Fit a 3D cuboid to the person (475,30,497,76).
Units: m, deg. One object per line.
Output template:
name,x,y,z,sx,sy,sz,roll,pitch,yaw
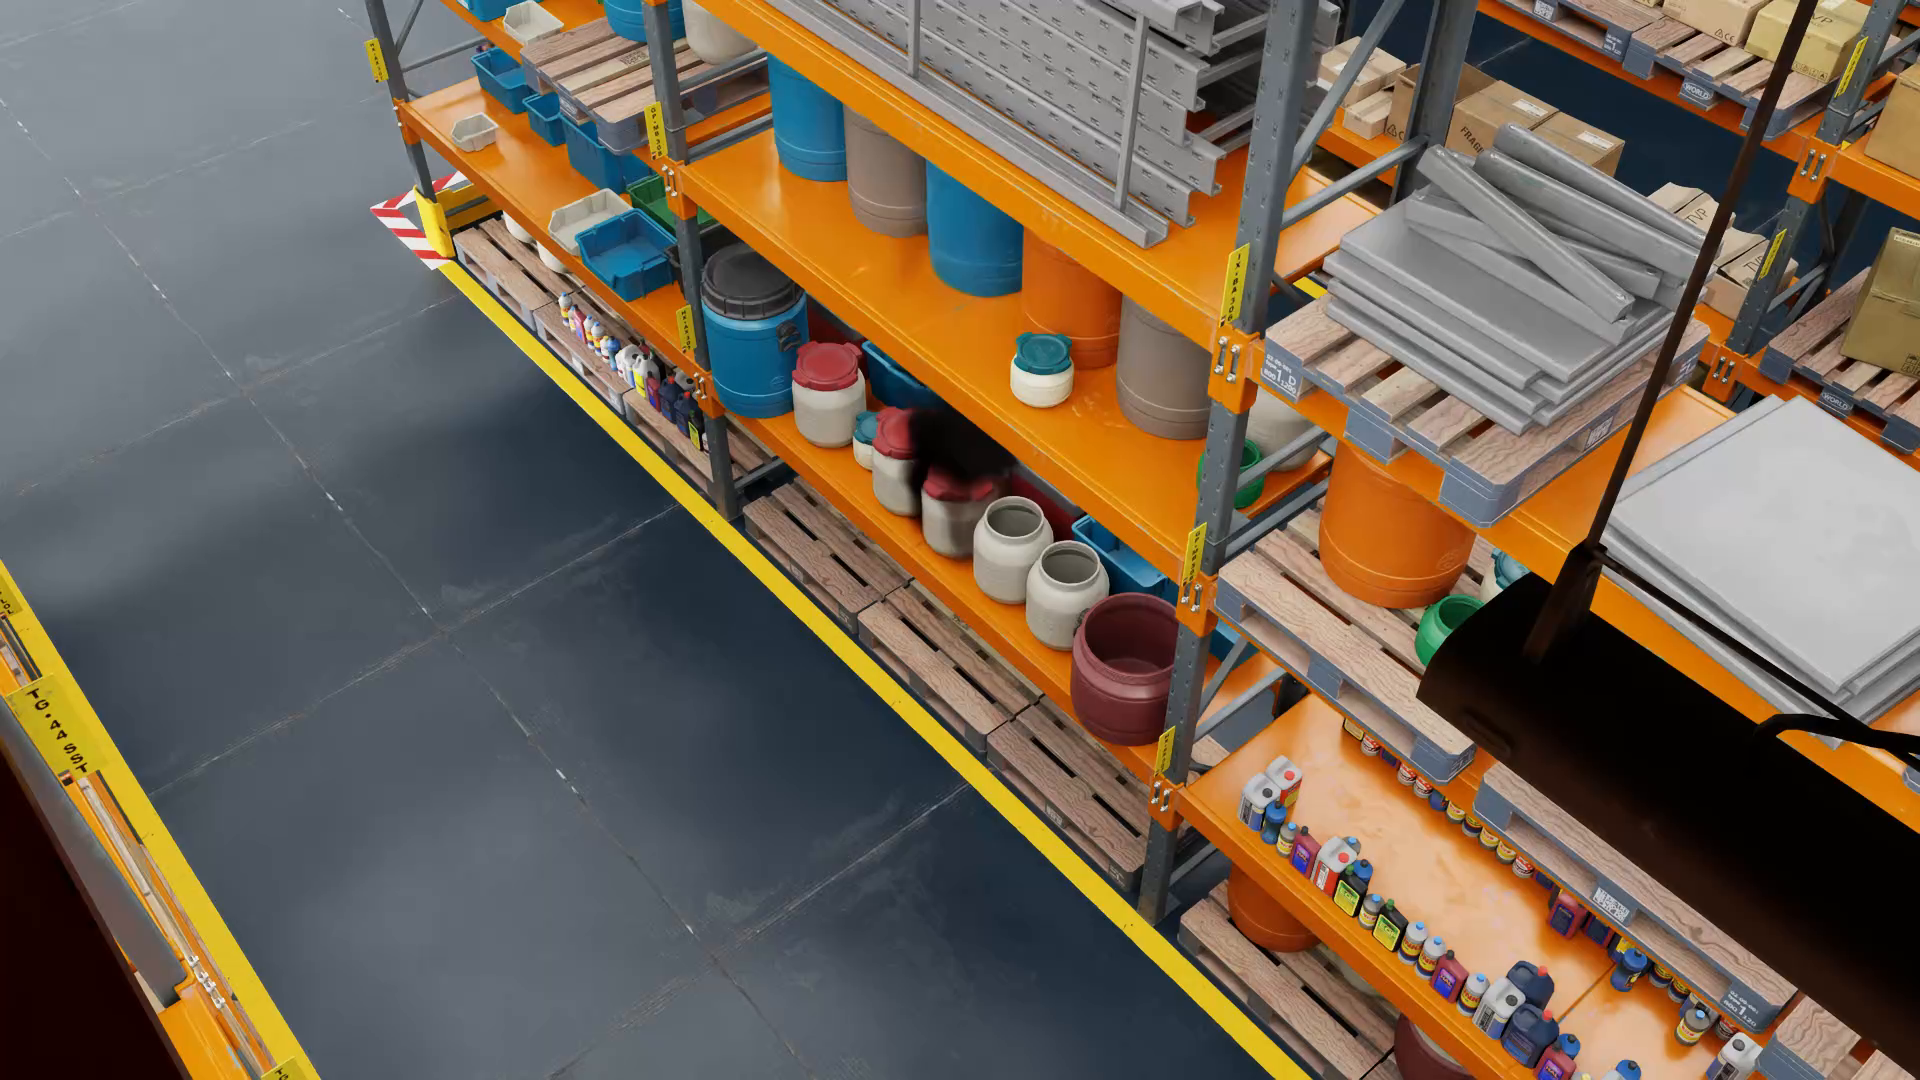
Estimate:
person,-3.785,-4.136,13.825,0.722,1.629,0.644,18,49,17
